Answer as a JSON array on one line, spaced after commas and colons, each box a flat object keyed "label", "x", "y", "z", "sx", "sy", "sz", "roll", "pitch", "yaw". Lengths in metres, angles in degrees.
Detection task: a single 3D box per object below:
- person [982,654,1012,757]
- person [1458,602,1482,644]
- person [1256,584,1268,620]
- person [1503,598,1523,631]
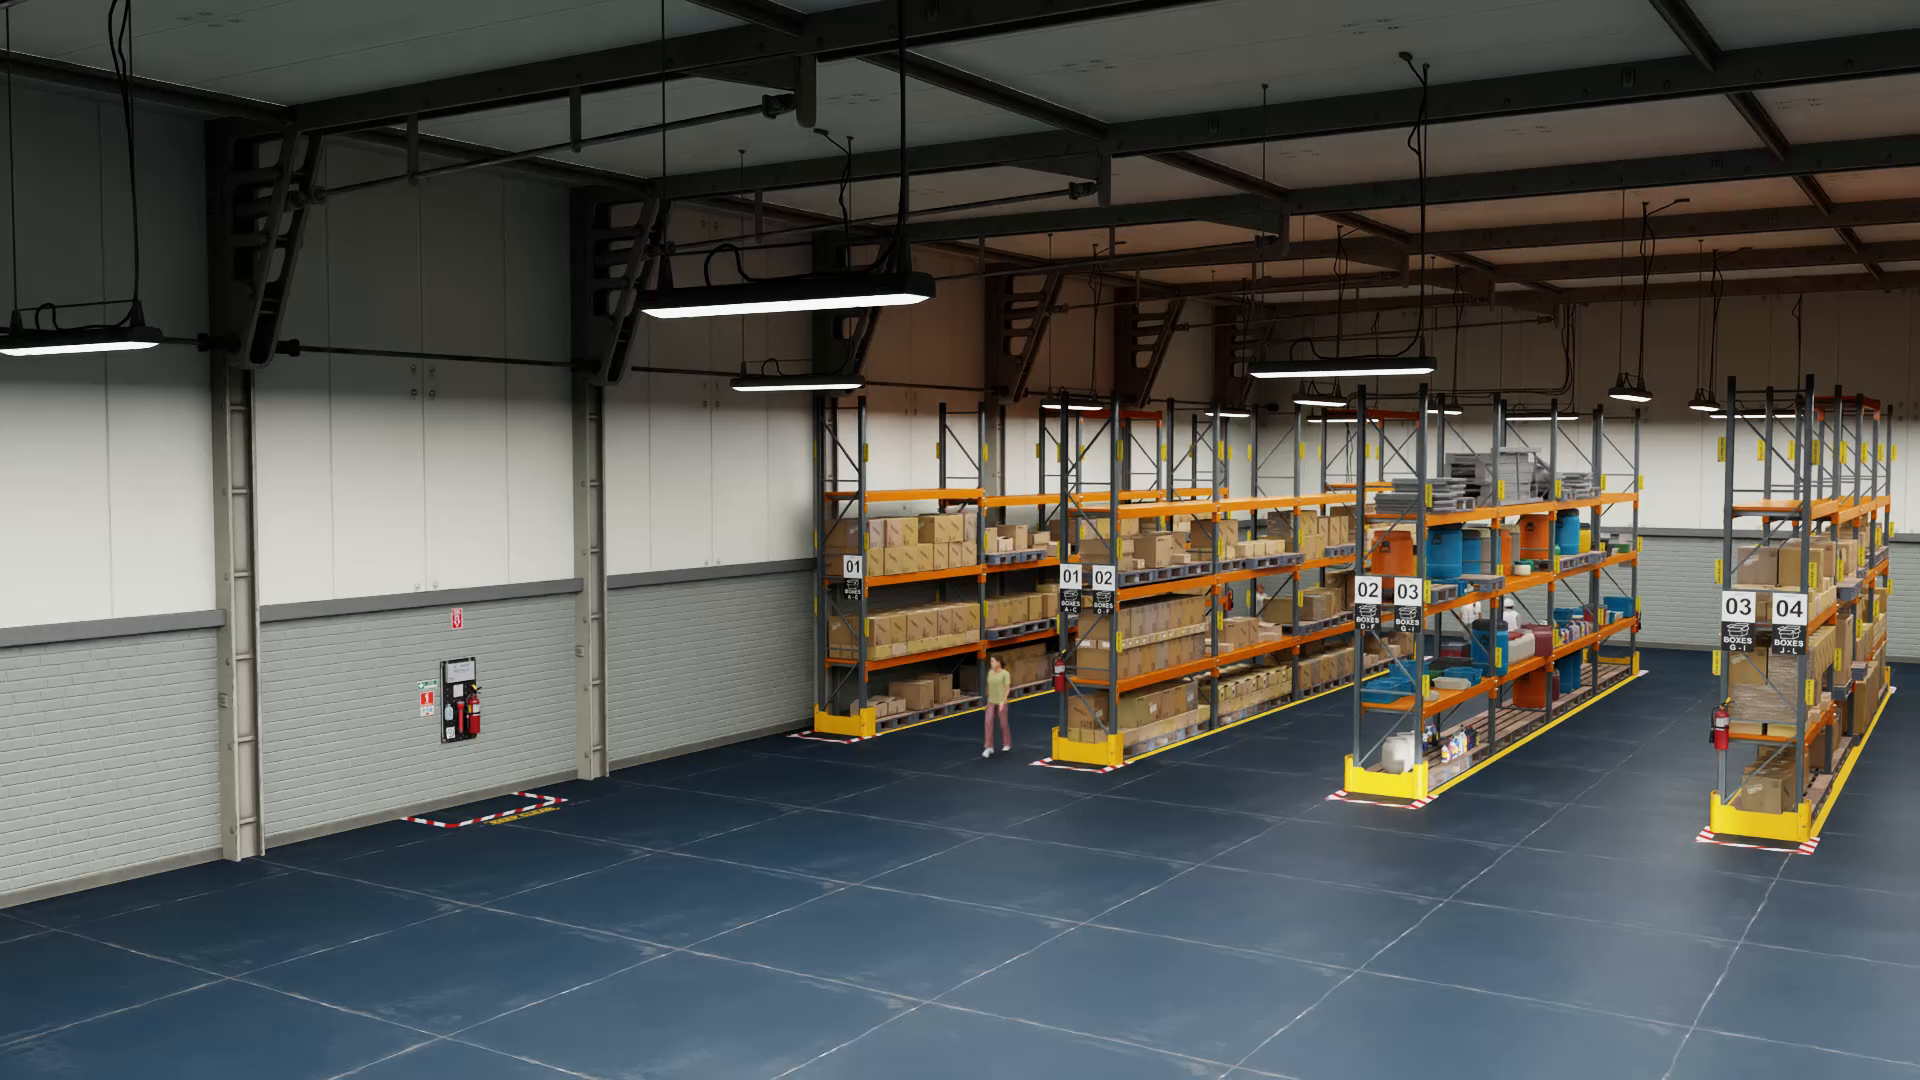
[{"label": "person", "x": 0.602, "y": 2.724, "z": 27.560, "sx": 0.473, "sy": 1.630, "sz": 0.851, "roll": 2, "pitch": 3, "yaw": 27}, {"label": "person", "x": 12.579, "y": 2.030, "z": 40.962, "sx": 0.510, "sy": 1.602, "sz": 1.007, "roll": 2, "pitch": 4, "yaw": 32}, {"label": "person", "x": 7.844, "y": 1.928, "z": 43.304, "sx": 0.422, "sy": 1.574, "sz": 0.521, "roll": -1, "pitch": 3, "yaw": -19}, {"label": "person", "x": 12.221, "y": 2.183, "z": 36.914, "sx": 0.584, "sy": 1.771, "sz": 0.503, "roll": 2, "pitch": 3, "yaw": 30}]
